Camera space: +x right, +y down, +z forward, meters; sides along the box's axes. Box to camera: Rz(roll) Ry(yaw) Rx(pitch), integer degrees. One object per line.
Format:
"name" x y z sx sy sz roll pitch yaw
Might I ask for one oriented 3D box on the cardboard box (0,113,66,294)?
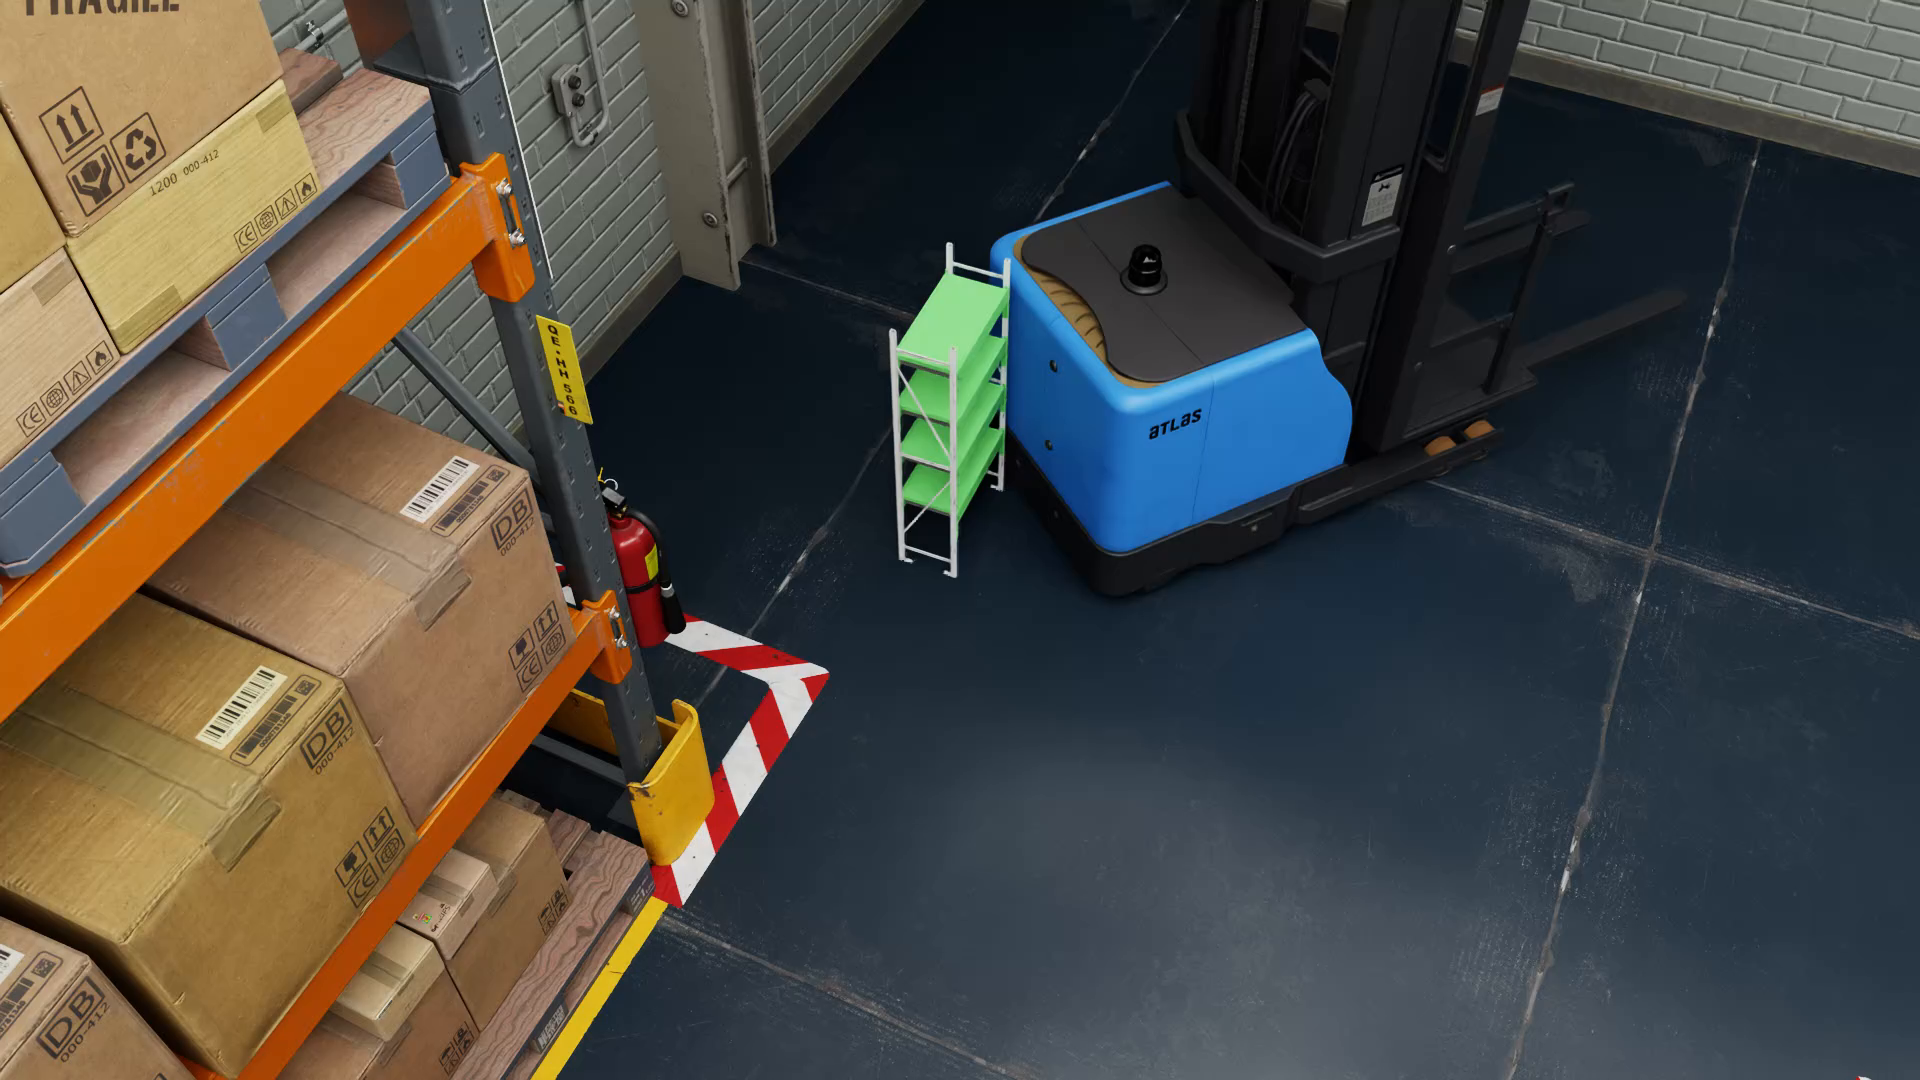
"cardboard box" -1.734 -0.545 2.354 0.500 0.500 0.500 21 53 17

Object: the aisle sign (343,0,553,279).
"aisle sign" -1.142 -0.938 3.687 0.394 0.787 0.004 20 52 16

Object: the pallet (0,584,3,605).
"pallet" -2.272 0.270 2.454 1.003 0.211 1.213 20 52 16

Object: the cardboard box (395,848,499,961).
"cardboard box" -1.543 0.982 4.699 0.380 0.149 0.250 19 52 16

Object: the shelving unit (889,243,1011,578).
"shelving unit" -0.030 -0.453 6.163 0.258 1.200 0.503 18 52 14

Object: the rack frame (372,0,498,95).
"rack frame" -1.444 -2.088 2.433 1.000 3.000 0.127 20 52 16

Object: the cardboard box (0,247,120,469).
"cardboard box" -1.738 -0.286 2.627 0.500 0.250 0.500 18 52 15

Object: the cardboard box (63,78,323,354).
"cardboard box" -1.517 -0.645 2.932 0.500 0.250 0.500 21 53 17

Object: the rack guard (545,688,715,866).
"rack guard" -1.434 0.650 5.684 1.175 0.500 0.348 20 52 16

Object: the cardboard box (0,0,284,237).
"cardboard box" -1.510 -0.886 2.644 0.500 0.500 0.500 20 52 16

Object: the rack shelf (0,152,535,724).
"rack shelf" -2.299 0.495 2.677 1.077 0.370 4.000 20 52 16

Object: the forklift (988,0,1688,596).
"forklift" 1.643 -1.548 5.958 3.031 2.935 1.130 -22 53 -17

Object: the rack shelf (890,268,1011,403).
"rack shelf" -0.030 -0.723 5.846 0.258 0.148 0.480 18 52 14

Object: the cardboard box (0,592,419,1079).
"cardboard box" -1.954 0.618 3.873 0.980 0.700 0.700 19 52 16

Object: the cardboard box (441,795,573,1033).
"cardboard box" -1.653 1.045 5.072 0.700 0.500 0.500 20 52 16

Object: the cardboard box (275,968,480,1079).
"cardboard box" -1.867 1.390 4.779 0.700 0.500 0.500 20 52 16

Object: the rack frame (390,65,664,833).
"rack frame" -1.444 -0.144 4.718 1.000 3.000 0.127 20 52 16

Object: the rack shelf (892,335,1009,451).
"rack shelf" -0.030 -0.567 6.029 0.258 0.148 0.480 18 52 14

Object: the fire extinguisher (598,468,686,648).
"fire extinguisher" -0.962 0.049 4.850 0.296 0.674 0.183 20 52 16

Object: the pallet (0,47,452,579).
"pallet" -1.752 -0.573 3.172 1.003 0.211 1.213 20 52 16

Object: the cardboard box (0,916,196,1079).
"cardboard box" -2.288 1.140 3.428 0.980 0.700 0.700 18 52 14

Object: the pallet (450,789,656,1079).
"pallet" -1.715 1.336 5.290 1.003 0.211 1.213 20 52 16

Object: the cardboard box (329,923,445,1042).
"cardboard box" -1.651 1.159 4.549 0.380 0.149 0.250 21 53 17

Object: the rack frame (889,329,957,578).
"rack frame" -0.124 -0.282 6.017 0.240 1.200 0.015 18 52 14

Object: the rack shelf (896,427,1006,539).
"rack shelf" -0.030 -0.256 6.394 0.258 0.148 0.480 18 52 14

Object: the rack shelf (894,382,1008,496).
"rack shelf" -0.030 -0.412 6.211 0.258 0.148 0.480 18 52 14

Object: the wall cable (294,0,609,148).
"wall cable" -1.752 -1.662 5.343 0.084 1.984 1.851 20 52 16

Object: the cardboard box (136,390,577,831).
"cardboard box" -1.653 0.114 4.302 0.980 0.700 0.700 22 53 18

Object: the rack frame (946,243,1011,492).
"rack frame" 0.064 -0.624 6.309 0.240 1.200 0.015 18 52 14

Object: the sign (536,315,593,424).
"sign" -0.959 -0.409 4.028 0.100 0.325 0.005 20 52 16

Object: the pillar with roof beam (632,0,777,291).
"pillar with roof beam" 2.820 -2.828 3.063 9.100 9.000 0.400 20 52 16

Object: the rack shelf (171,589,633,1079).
"rack shelf" -2.299 1.467 3.820 1.077 0.370 4.000 20 52 16
